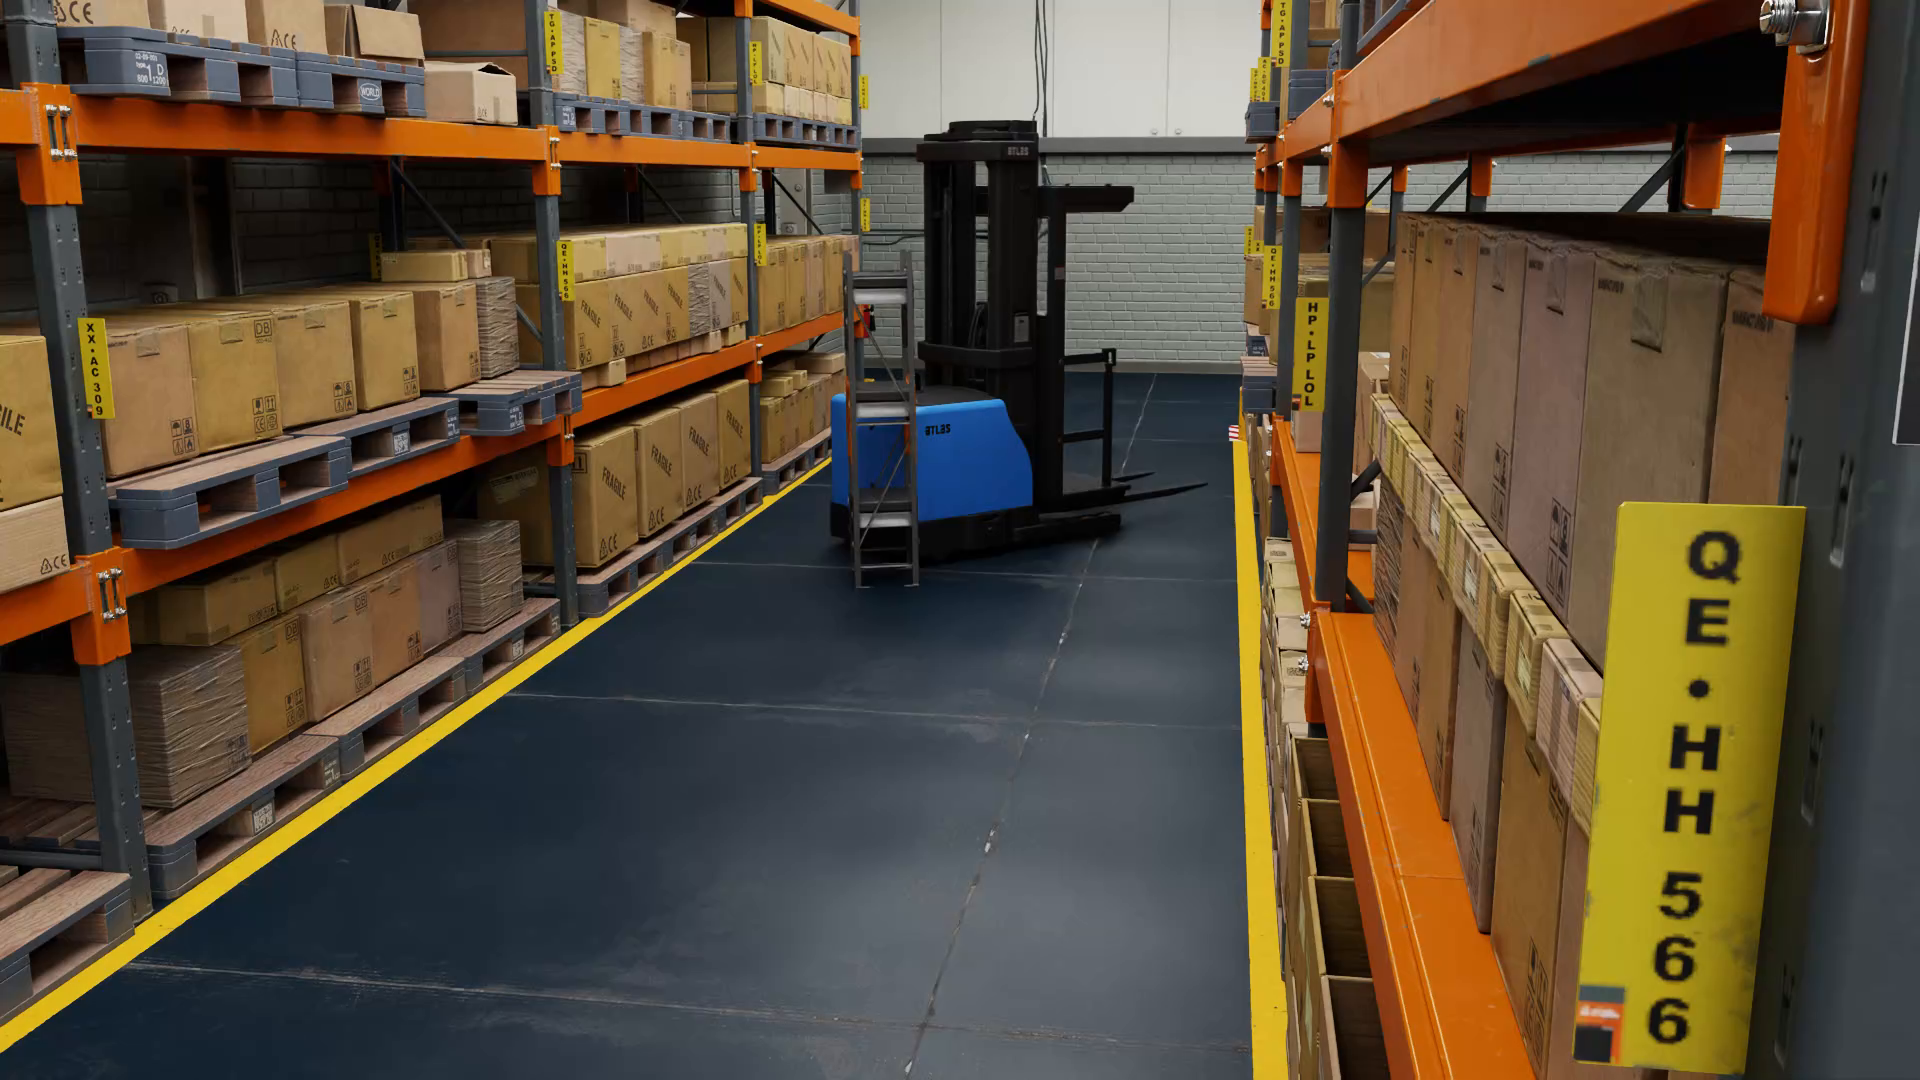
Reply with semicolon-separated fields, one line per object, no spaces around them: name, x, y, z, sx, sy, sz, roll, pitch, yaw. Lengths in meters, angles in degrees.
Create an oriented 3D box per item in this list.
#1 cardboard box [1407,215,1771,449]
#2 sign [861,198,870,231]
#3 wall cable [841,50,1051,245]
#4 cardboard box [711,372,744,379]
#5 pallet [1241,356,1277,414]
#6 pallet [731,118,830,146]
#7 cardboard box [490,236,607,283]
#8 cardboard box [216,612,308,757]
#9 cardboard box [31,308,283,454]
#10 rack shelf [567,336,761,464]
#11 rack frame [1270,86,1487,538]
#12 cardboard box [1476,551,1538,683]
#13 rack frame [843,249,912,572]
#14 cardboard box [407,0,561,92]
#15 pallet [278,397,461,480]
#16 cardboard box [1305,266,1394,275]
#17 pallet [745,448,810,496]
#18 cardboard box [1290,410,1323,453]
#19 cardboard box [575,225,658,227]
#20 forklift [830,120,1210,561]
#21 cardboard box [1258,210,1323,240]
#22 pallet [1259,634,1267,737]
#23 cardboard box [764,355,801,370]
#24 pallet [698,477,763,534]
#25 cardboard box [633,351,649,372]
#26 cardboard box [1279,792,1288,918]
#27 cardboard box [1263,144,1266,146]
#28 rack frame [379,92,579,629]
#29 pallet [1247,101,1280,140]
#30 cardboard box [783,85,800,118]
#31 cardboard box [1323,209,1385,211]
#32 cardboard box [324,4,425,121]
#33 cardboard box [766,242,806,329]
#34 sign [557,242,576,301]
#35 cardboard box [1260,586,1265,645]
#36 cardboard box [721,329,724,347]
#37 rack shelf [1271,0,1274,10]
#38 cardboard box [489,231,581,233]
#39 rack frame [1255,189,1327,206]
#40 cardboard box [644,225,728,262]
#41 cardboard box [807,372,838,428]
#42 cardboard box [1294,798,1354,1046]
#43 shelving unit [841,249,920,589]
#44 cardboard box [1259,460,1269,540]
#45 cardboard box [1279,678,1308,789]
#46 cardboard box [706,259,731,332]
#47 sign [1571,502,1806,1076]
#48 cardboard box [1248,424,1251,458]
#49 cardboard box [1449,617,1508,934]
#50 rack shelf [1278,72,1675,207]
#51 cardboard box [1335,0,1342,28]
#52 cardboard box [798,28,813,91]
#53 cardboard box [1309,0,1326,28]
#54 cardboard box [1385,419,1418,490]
cardboard box;1.410;-0.475;3.761;0.700;0.500;0.500;2;12;9
sign;-0.967;-3.309;16.916;0.100;0.325;0.005;2;12;9
wall cable;-0.278;-5.228;22.263;3.097;2.526;0.112;2;12;9
cardboard box;-1.999;-1.409;14.806;0.380;0.149;0.250;1;12;7
pallet;2.199;-0.872;9.375;1.213;0.211;1.003;2;12;9
pallet;-1.790;-3.661;14.952;1.003;0.211;1.213;2;12;9
cardboard box;-2.402;-1.645;9.735;0.500;0.250;0.500;2;12;10
cardboard box;-3.220;0.594;7.004;0.700;0.500;0.500;2;12;8
cardboard box;-3.141;-0.634;6.535;0.700;0.500;0.500;3;13;14
rack shelf;-2.424;-1.047;11.438;1.077;0.370;4.000;2;12;9
rack frame;2.164;-0.822;8.690;1.000;3.000;0.127;2;12;9
cardboard box;1.002;0.122;2.532;0.380;0.149;0.250;2;12;10
rack frame;-0.533;-0.825;10.824;0.400;2.100;0.015;-2;12;-6
cardboard box;-2.715;-2.813;9.526;0.700;0.500;0.500;1;12;4
pallet;-2.995;-0.475;7.533;1.003;0.211;1.213;2;12;9
cardboard box;2.479;-1.396;10.115;0.700;0.500;0.500;4;13;19
pallet;-1.922;-0.607;14.311;1.003;0.211;1.213;2;12;9
cardboard box;1.835;-0.599;7.864;0.500;0.311;0.500;2;12;8
cardboard box;-2.518;-2.189;12.260;0.500;0.250;0.500;2;12;9
forklift;0.554;-1.519;12.083;3.031;2.935;1.130;-9;15;-37
cardboard box;2.677;-2.413;13.460;0.500;0.500;0.500;2;12;8
pallet;1.999;0.711;8.194;1.003;0.211;1.213;2;12;9
cardboard box;-1.765;-1.726;16.279;0.380;0.149;0.250;2;12;9
pallet;-2.160;-0.289;12.832;1.003;0.211;1.213;2;12;9
cardboard box;-2.281;-1.199;10.985;0.380;0.149;0.250;2;12;10
cardboard box;1.326;1.053;5.516;0.500;0.250;0.500;2;12;8
cardboard box;2.591;-3.158;12.763;0.500;0.250;0.500;2;12;9
rack frame;-2.731;-0.982;9.431;1.000;3.000;0.127;2;12;9
pallet;2.453;-2.680;10.636;1.213;0.211;1.003;2;12;9
cardboard box;-1.657;-3.703;14.057;0.500;0.250;0.500;2;12;7
cardboard box;3.288;-2.496;13.845;0.500;0.500;0.500;2;12;7
cardboard box;-3.022;-2.242;7.864;0.797;0.503;0.637;4;13;17
cardboard box;-1.899;-2.226;14.489;0.980;0.700;0.700;2;12;7
sign;-2.194;-1.494;9.245;0.100;0.325;0.005;2;12;9
cardboard box;1.793;0.416;8.473;0.500;0.250;0.500;2;12;8
cardboard box;-1.988;-1.517;12.459;0.380;0.149;0.250;2;12;10
rack shelf;2.472;-3.624;10.107;1.077;0.370;4.000;2;12;9
cardboard box;-2.752;-1.870;10.780;0.500;0.250;0.500;2;12;7
rack frame;3.394;-2.488;16.417;1.000;3.000;0.127;2;12;9
cardboard box;-2.023;-2.174;12.189;0.500;0.250;0.500;2;12;10
cardboard box;-1.587;-1.378;16.203;0.700;0.500;0.500;2;12;8
cardboard box;1.099;0.973;4.107;0.500;0.500;0.500;2;12;9
shelving unit;-0.505;-0.774;10.587;0.431;2.100;0.503;-2;12;-6
cardboard box;2.230;-0.235;10.853;0.500;0.500;0.500;1;12;7
cardboard box;1.402;0.673;5.950;0.500;0.311;0.500;2;12;10
cardboard box;-2.007;-1.808;12.273;0.500;0.500;0.500;2;12;9
sign;0.400;0.141;0.910;0.100;0.325;0.005;2;12;9
cardboard box;2.702;-0.840;14.108;0.500;0.311;0.500;2;12;9
cardboard box;1.254;0.375;2.896;0.700;0.500;0.500;2;12;10
rack shelf;1.857;-1.521;6.518;1.077;0.370;4.000;2;12;9
cardboard box;2.237;-2.917;8.678;0.500;0.500;0.500;2;12;9
cardboard box;-1.586;-4.178;14.482;0.500;0.500;0.500;2;12;9
cardboard box;2.427;-3.044;10.408;0.600;0.600;0.600;1;12;6
cardboard box;1.240;-0.200;4.025;0.380;0.149;0.250;2;12;7
